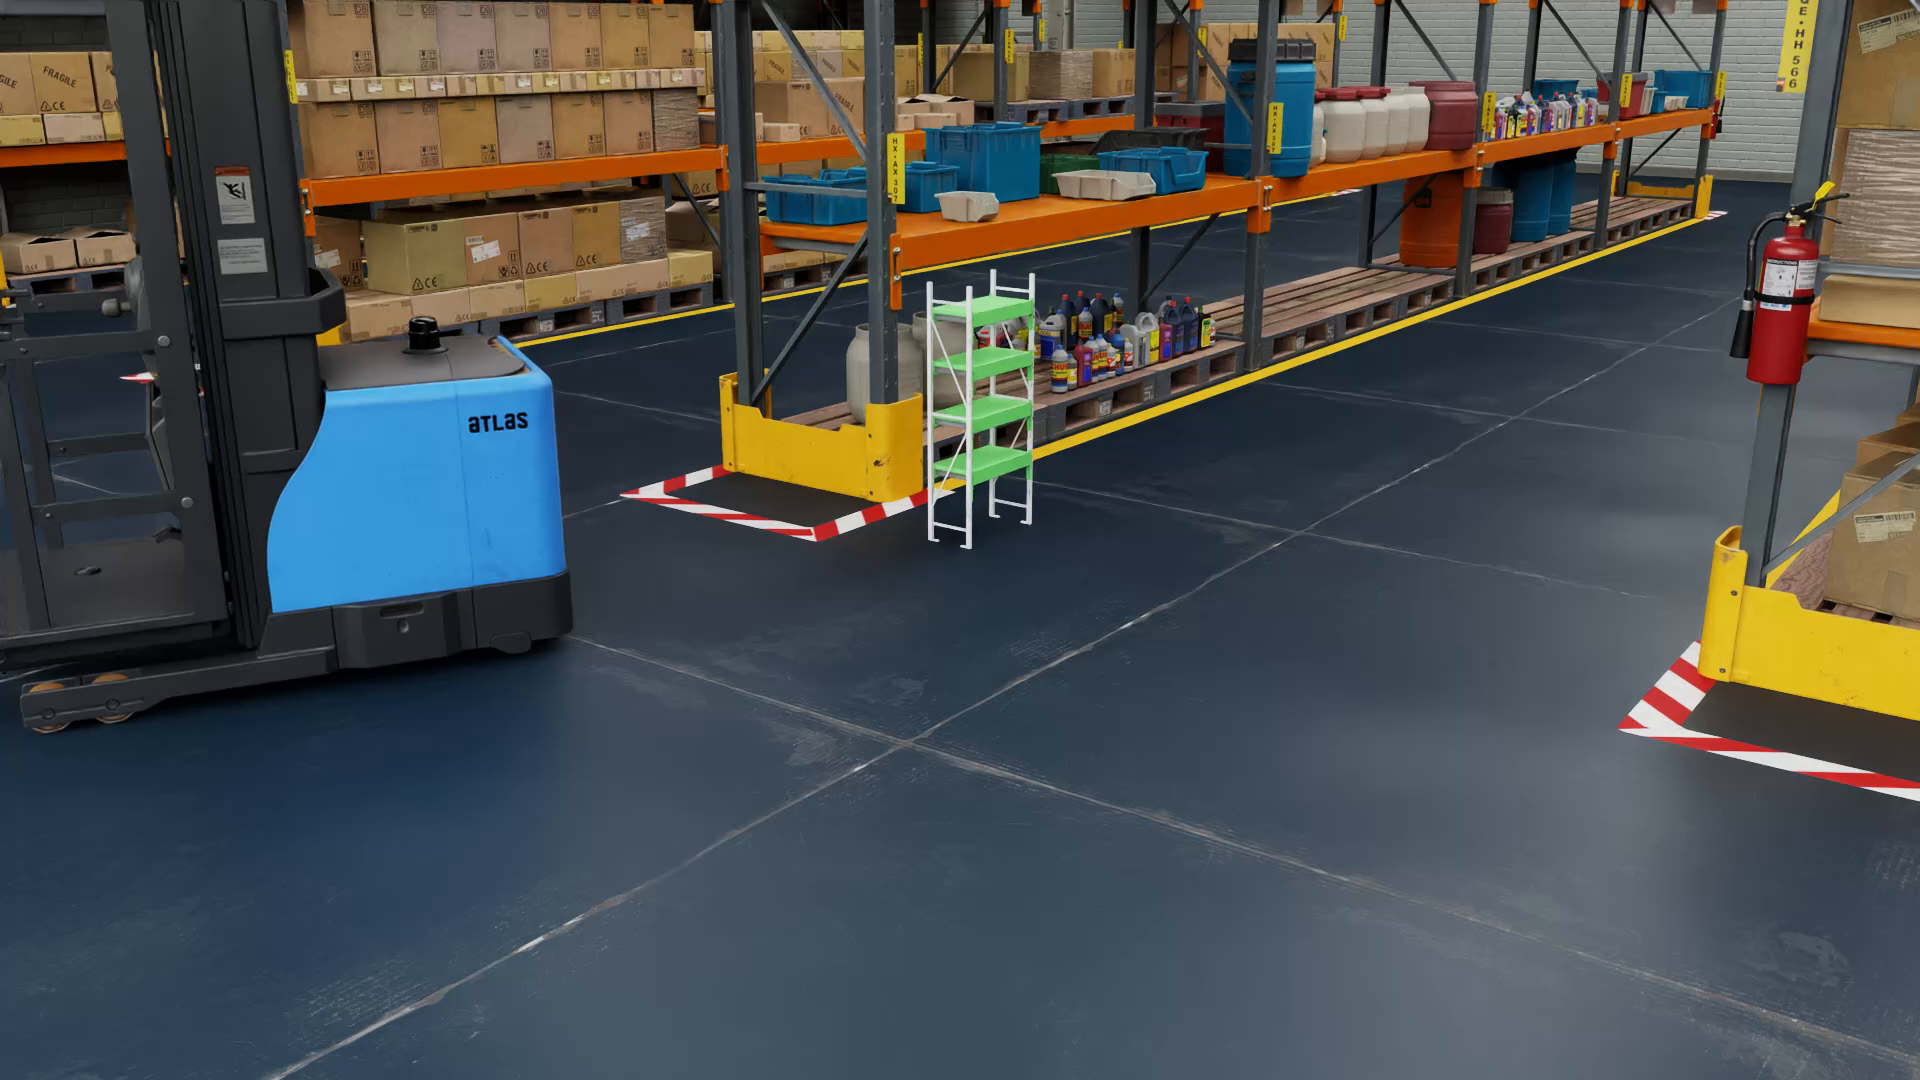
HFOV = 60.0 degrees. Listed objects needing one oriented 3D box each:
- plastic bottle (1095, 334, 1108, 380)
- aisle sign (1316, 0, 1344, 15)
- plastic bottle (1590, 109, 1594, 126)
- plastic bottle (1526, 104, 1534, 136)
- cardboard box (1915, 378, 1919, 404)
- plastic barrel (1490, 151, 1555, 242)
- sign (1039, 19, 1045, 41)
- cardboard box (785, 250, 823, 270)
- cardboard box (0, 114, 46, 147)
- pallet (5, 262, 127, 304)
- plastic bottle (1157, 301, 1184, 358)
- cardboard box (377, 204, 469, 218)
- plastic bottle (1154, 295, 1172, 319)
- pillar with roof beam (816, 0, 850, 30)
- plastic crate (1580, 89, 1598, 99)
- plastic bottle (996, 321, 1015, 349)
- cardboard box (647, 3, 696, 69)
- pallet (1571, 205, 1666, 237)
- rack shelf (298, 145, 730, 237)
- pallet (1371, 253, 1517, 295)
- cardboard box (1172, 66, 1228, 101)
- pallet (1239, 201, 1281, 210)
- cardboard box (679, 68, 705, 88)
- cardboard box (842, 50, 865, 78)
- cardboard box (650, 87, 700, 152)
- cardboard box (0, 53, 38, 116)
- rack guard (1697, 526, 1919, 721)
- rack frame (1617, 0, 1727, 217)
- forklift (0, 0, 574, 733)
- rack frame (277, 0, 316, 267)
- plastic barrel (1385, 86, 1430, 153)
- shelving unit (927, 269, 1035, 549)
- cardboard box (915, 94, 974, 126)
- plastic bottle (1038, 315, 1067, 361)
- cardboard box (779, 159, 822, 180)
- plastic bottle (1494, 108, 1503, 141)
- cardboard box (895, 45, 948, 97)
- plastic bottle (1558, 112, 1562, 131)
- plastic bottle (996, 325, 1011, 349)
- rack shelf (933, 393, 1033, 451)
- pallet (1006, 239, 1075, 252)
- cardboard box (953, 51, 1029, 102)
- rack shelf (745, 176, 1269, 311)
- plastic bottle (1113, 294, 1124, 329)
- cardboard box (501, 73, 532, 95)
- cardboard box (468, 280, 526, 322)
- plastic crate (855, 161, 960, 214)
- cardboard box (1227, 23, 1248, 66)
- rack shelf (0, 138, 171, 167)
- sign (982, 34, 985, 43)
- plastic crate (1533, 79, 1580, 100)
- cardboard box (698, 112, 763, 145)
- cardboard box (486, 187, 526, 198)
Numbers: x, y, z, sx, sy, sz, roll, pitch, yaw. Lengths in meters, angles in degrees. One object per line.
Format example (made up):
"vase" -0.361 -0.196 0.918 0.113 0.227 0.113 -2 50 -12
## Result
"plastic bottle" 0.852 -1.119 10.149 0.097 0.271 0.097 0 17 0
"aisle sign" 5.101 -7.621 22.842 0.394 0.787 0.004 12 21 35
"plastic bottle" 6.385 -4.310 16.899 0.097 0.201 0.097 0 17 0
"plastic bottle" 5.267 -3.893 15.418 0.061 0.283 0.133 12 21 35
"cardboard box" 5.013 -0.588 8.087 0.500 0.500 0.500 -12 21 -33
"plastic barrel" 5.648 -3.491 16.759 0.600 0.901 0.708 12 21 35
"sign" 1.262 -7.858 25.639 0.100 0.325 0.005 12 21 35
"cardboard box" -1.590 -2.620 15.051 0.500 0.250 0.500 13 22 36
"cardboard box" -8.153 -3.479 14.107 0.500 0.250 0.500 12 21 33
"pallet" -8.141 -2.354 14.969 1.003 0.211 1.213 12 21 35
"plastic bottle" 1.374 -1.378 10.847 0.144 0.351 0.185 11 20 32
"cardboard box" -4.054 -2.273 12.668 0.500 0.500 0.500 12 21 35
"plastic bottle" 1.373 -1.449 11.076 0.144 0.351 0.185 12 21 35
"pillar with roof beam" 1.631 -8.763 20.787 9.100 9.000 0.400 12 21 35
"plastic crate" 7.416 -5.104 19.302 0.416 0.233 0.300 12 21 35
"plastic bottle" 0.254 -1.242 10.537 0.152 0.276 0.135 12 21 33
"cardboard box" -2.595 -4.119 13.595 0.700 0.500 0.500 13 21 35
"pallet" 7.541 -3.730 19.400 1.003 0.211 1.213 12 21 35
"rack shelf" -3.527 -2.739 12.719 1.077 0.370 4.000 12 21 35
"pallet" 4.460 -2.499 15.434 1.003 0.211 1.213 12 21 35
"cardboard box" 2.954 -5.585 20.503 0.500 0.500 0.500 13 22 36
"pallet" 3.568 -4.588 22.161 1.003 0.211 1.213 12 21 35
"cardboard box" -2.325 -3.814 13.704 0.380 0.149 0.250 12 21 35
"cardboard box" -1.622 -6.384 22.538 0.500 0.500 0.500 12 21 34
"cardboard box" -2.595 -3.500 13.787 0.700 0.500 0.500 12 21 33
"cardboard box" -8.173 -3.837 13.997 0.500 0.500 0.500 12 21 35
"rack guard" 3.280 0.321 5.867 1.175 0.500 0.348 12 21 35
"rack frame" 8.791 -5.541 20.528 1.000 3.000 0.127 12 21 35
"forklift" -3.048 -0.924 5.778 3.031 2.935 1.130 -8 19 -24
"rack frame" -4.719 -2.606 11.078 1.000 3.000 0.127 12 21 35
"plastic barrel" 3.583 -3.406 13.465 0.421 0.512 0.421 0 17 0
"shelving unit" 0.099 -0.612 7.693 0.258 1.200 0.503 12 21 35
"cardboard box" -0.204 -4.390 16.973 0.500 0.311 0.500 14 22 38
"plastic bottle" 0.595 -1.307 10.744 0.152 0.276 0.135 12 21 35
"cardboard box" -2.359 -5.123 22.098 0.750 0.750 0.750 13 22 36
"plastic bottle" 4.774 -3.696 14.784 0.061 0.283 0.133 12 21 35
"cardboard box" -0.773 -6.781 24.017 0.980 0.700 0.700 12 21 33
"plastic bottle" 5.787 -4.071 16.129 0.097 0.201 0.097 0 17 0
"plastic bottle" 0.258 -1.194 10.370 0.061 0.283 0.133 12 21 35
"rack shelf" 0.099 -0.551 7.712 0.258 0.148 0.480 12 21 35
"pallet" 0.523 -3.351 18.178 1.003 0.211 1.213 12 21 35
"cardboard box" 0.333 -4.930 17.684 0.700 0.500 0.500 5 18 16
"rack shelf" 0.449 -1.863 9.897 1.077 0.370 4.000 12 21 35
"plastic bottle" 1.099 -1.591 11.669 0.097 0.271 0.097 0 17 0
"cardboard box" -3.395 -3.385 12.324 0.380 0.149 0.250 13 21 35
"cardboard box" -3.627 -1.821 12.477 0.500 0.250 0.500 12 21 35
"plastic crate" -0.293 -1.985 9.328 0.499 0.251 0.408 12 21 35
"cardboard box" 3.245 -6.175 20.716 0.500 0.500 0.500 12 21 33
"rack shelf" -7.507 -3.613 15.535 1.077 0.370 4.000 12 21 35
"sign" 0.392 -7.842 26.346 0.100 0.325 0.005 12 21 35
"plastic crate" 6.412 -4.781 18.006 0.392 0.384 0.575 12 21 35
"cardboard box" -2.077 -3.612 14.571 0.500 0.250 0.500 14 22 38
"cardboard box" -5.287 -3.874 18.635 0.700 0.500 0.500 13 21 35
